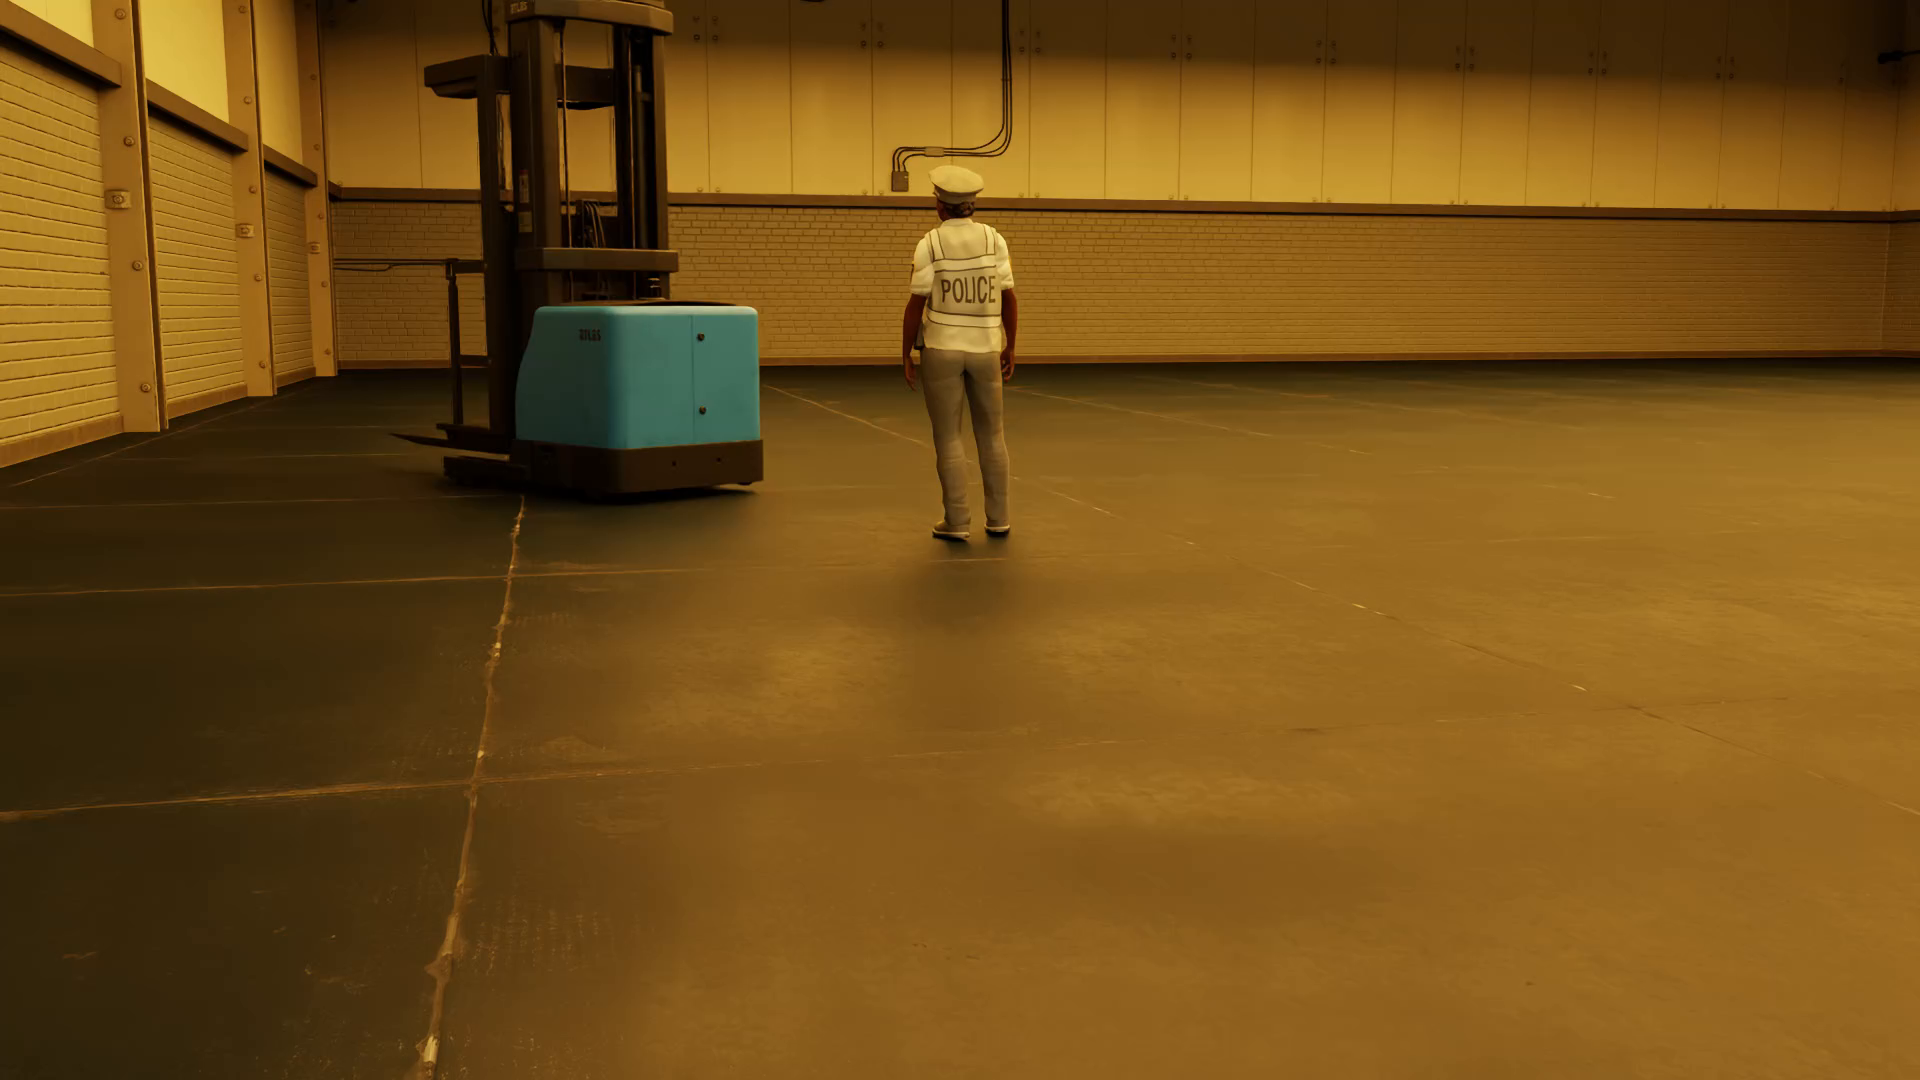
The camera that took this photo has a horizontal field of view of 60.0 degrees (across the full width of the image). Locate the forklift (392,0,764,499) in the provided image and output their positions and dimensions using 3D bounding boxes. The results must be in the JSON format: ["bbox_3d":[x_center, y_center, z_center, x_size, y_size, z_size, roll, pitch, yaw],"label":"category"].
[{"bbox_3d":[-2.531,-1.827,10.183,1.130,2.935,3.031,-8,11,-44],"label":"forklift"}]

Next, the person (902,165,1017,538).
[{"bbox_3d":[0.001,-0.857,7.666,0.570,1.697,0.528,-2,8,-13],"label":"person"}]
